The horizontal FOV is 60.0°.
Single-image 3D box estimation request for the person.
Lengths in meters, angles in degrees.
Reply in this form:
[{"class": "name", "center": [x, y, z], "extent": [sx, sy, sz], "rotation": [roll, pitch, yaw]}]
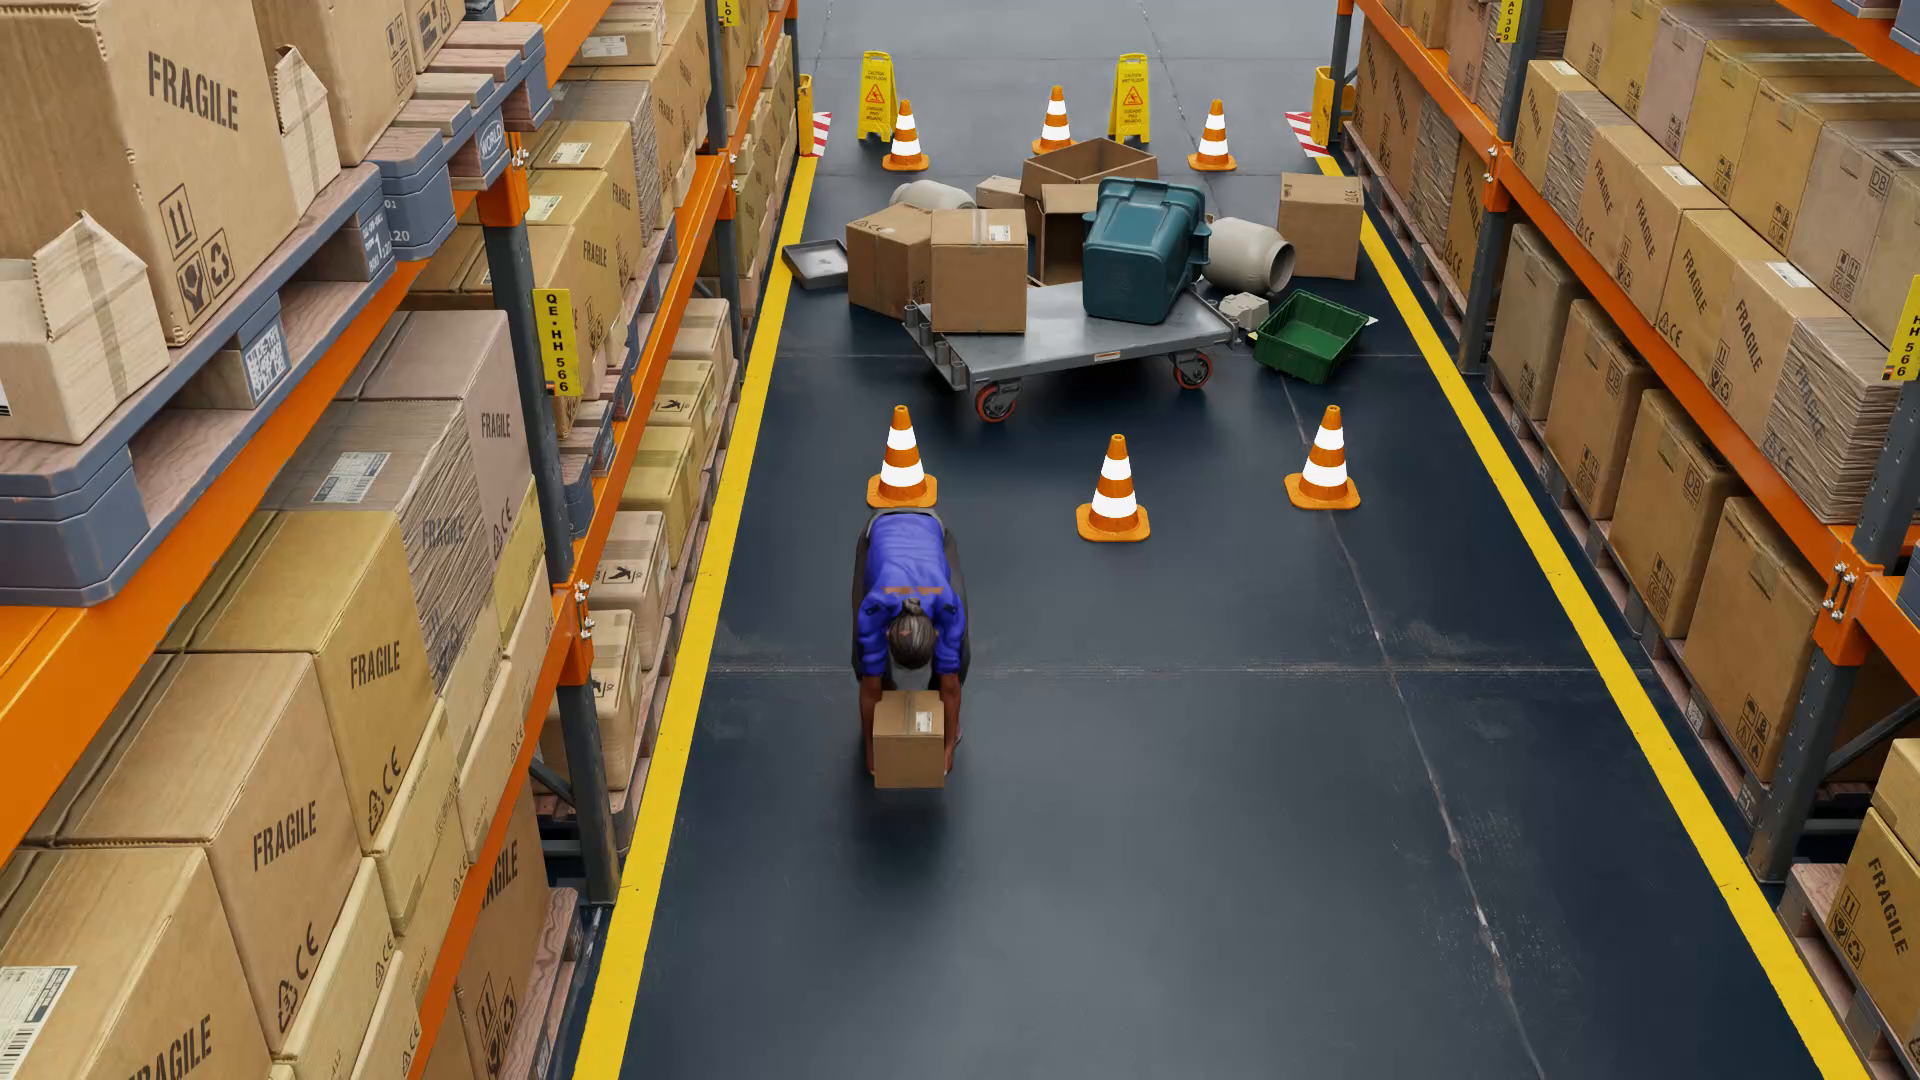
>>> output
[{"class": "person", "center": [-0.179, 0.434, 6.111], "extent": [0.446, 0.954, 0.876], "rotation": [-1, 32, -2]}]
